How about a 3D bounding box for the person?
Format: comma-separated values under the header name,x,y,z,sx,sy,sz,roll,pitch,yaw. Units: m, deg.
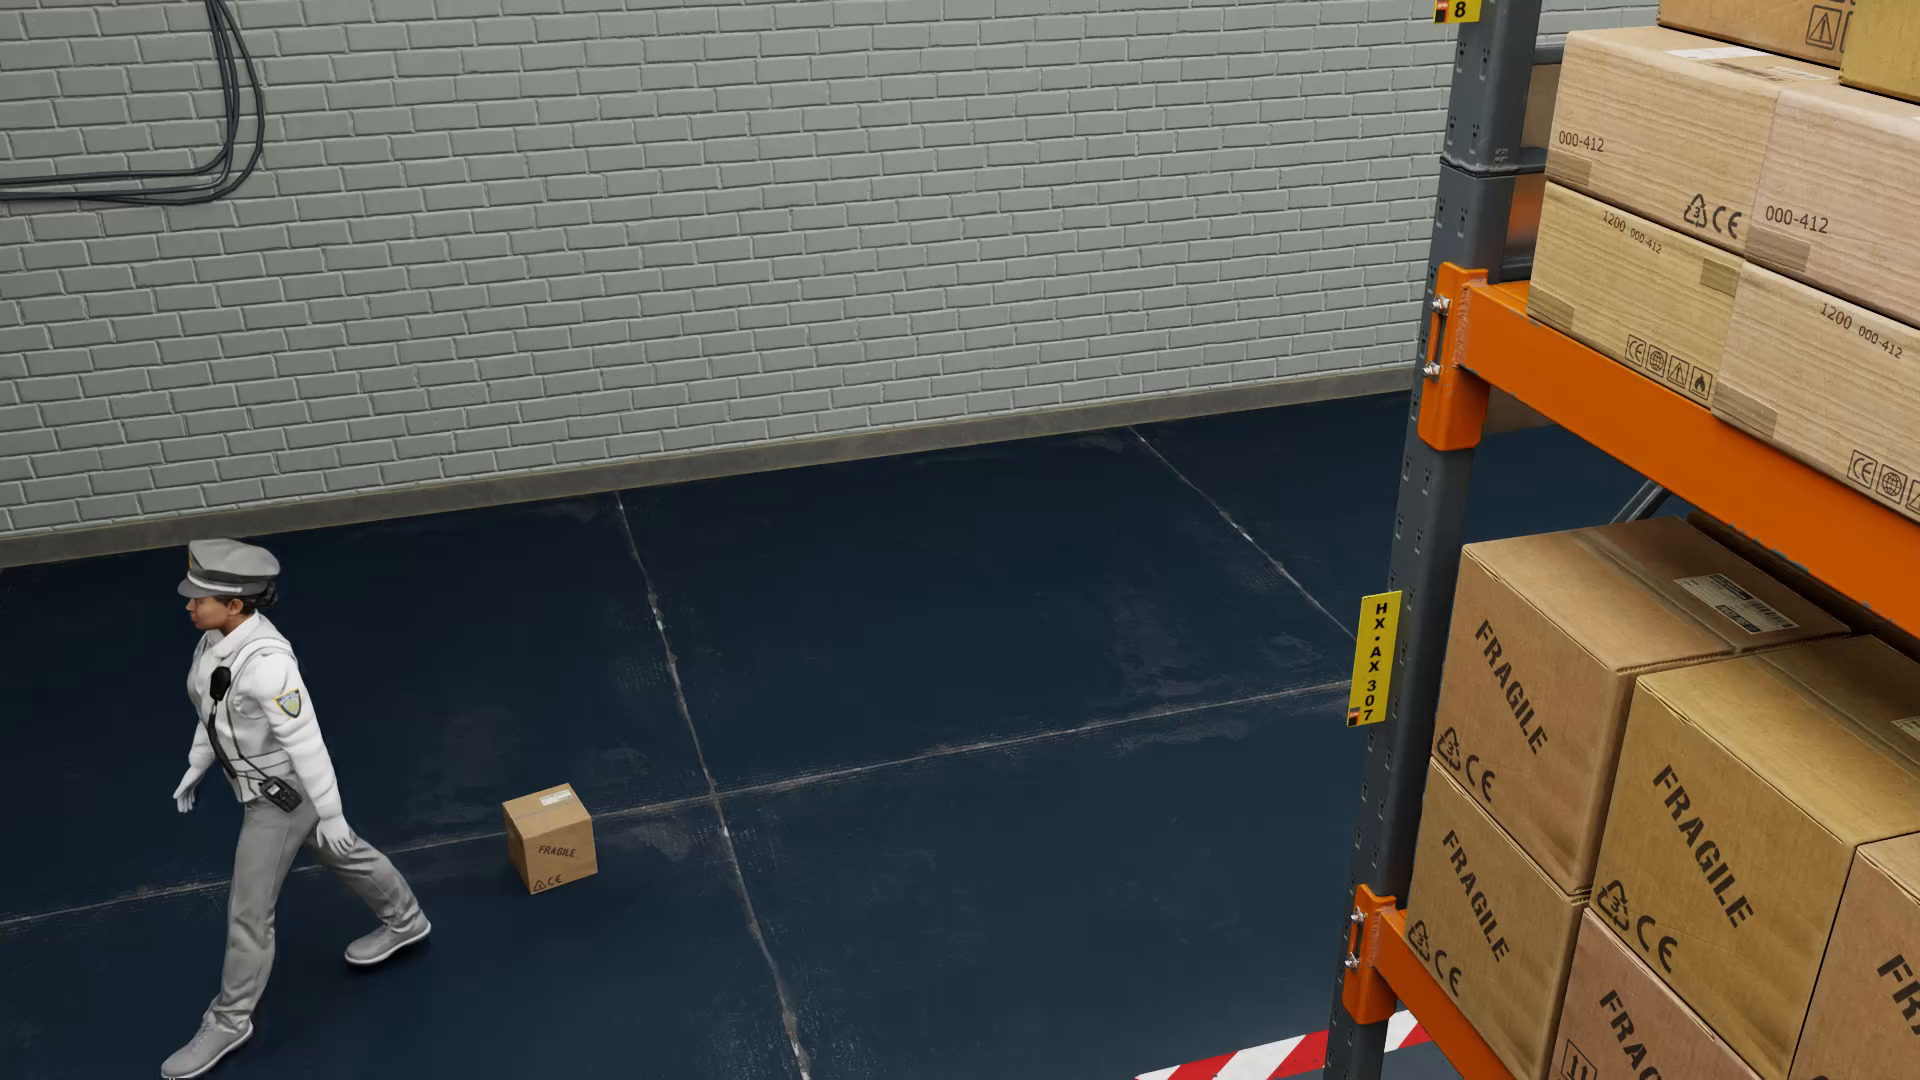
name,x,y,z,sx,sy,sz,roll,pitch,yaw
person,-2.143,0.760,5.052,0.901,1.663,0.544,-17,31,-30
